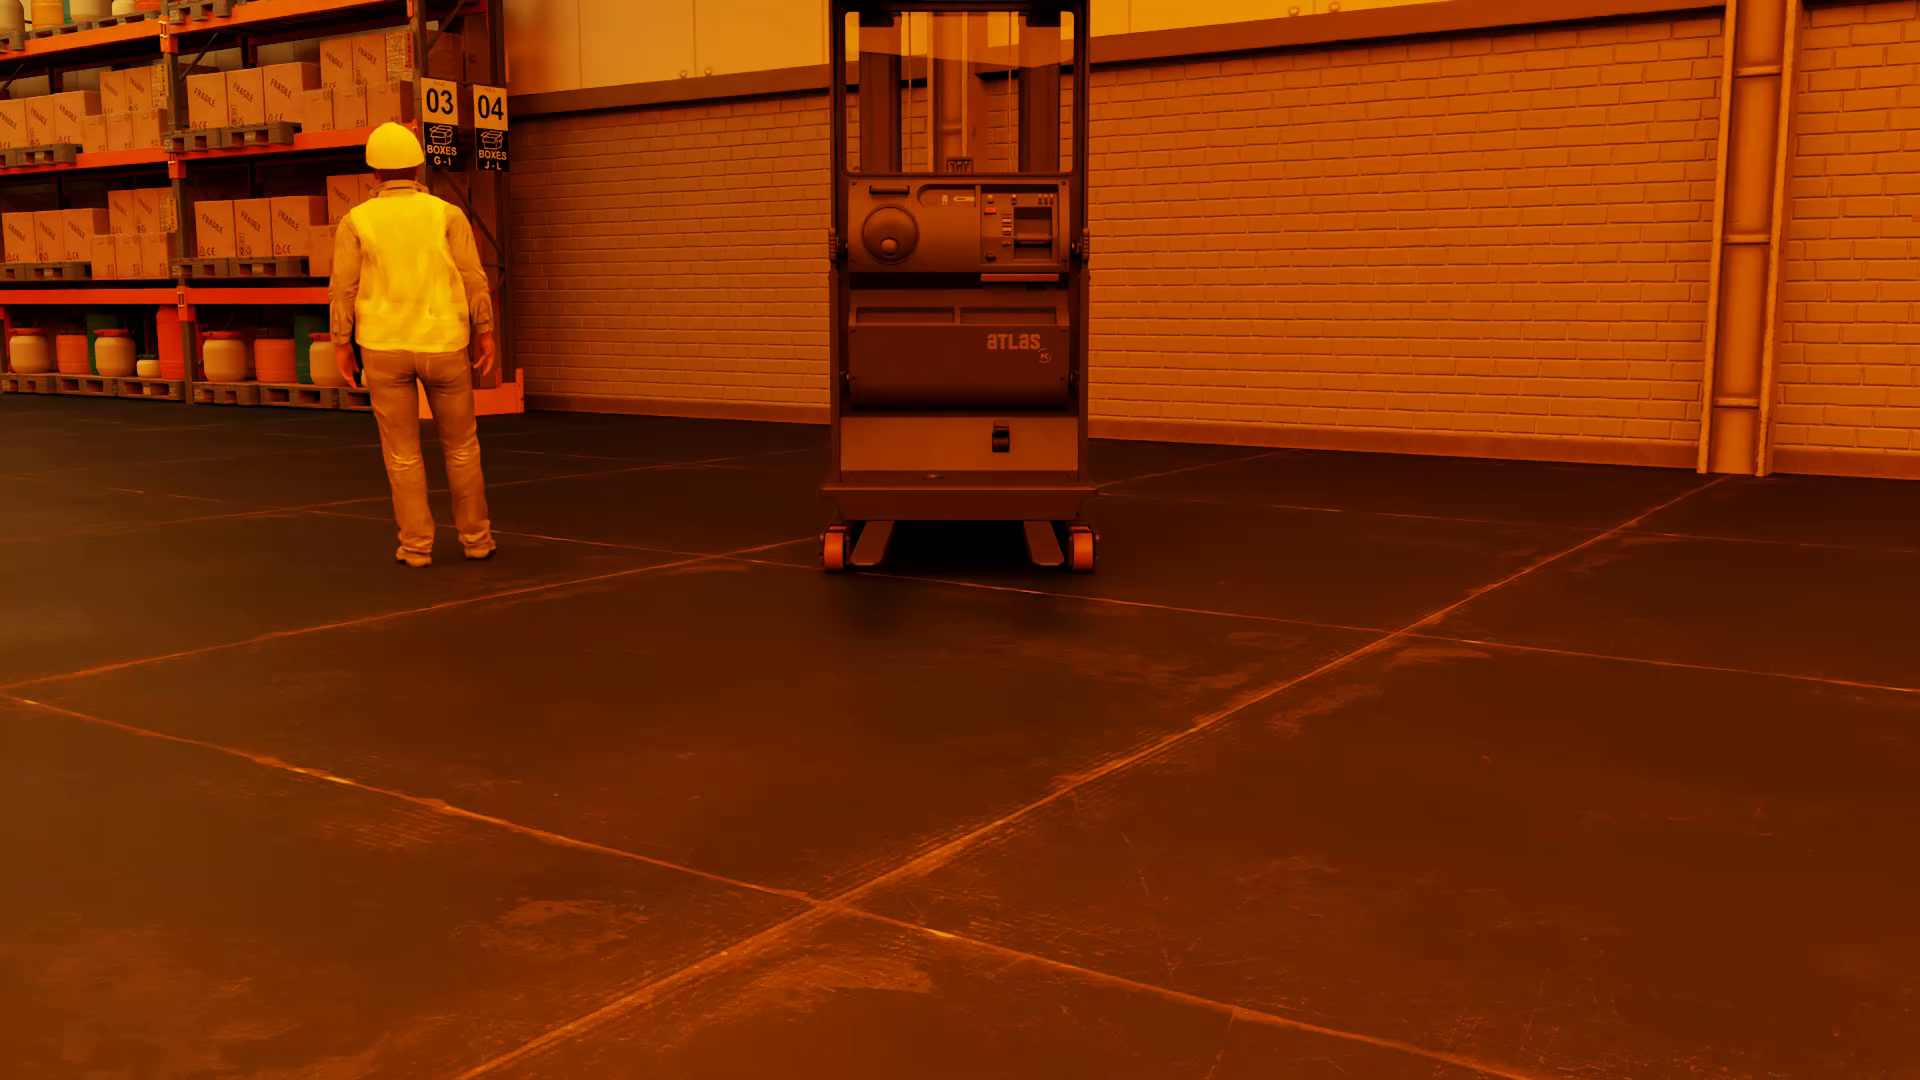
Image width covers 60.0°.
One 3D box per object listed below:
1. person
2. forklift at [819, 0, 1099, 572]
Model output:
[{"bbox_3d":[-2.240,-0.791,6.827,0.636,1.777,0.567,-3,9,-18],"label":"person"},{"bbox_3d":[-0.003,-1.363,6.779,1.130,2.935,3.031,0,8,0],"label":"forklift"}]
